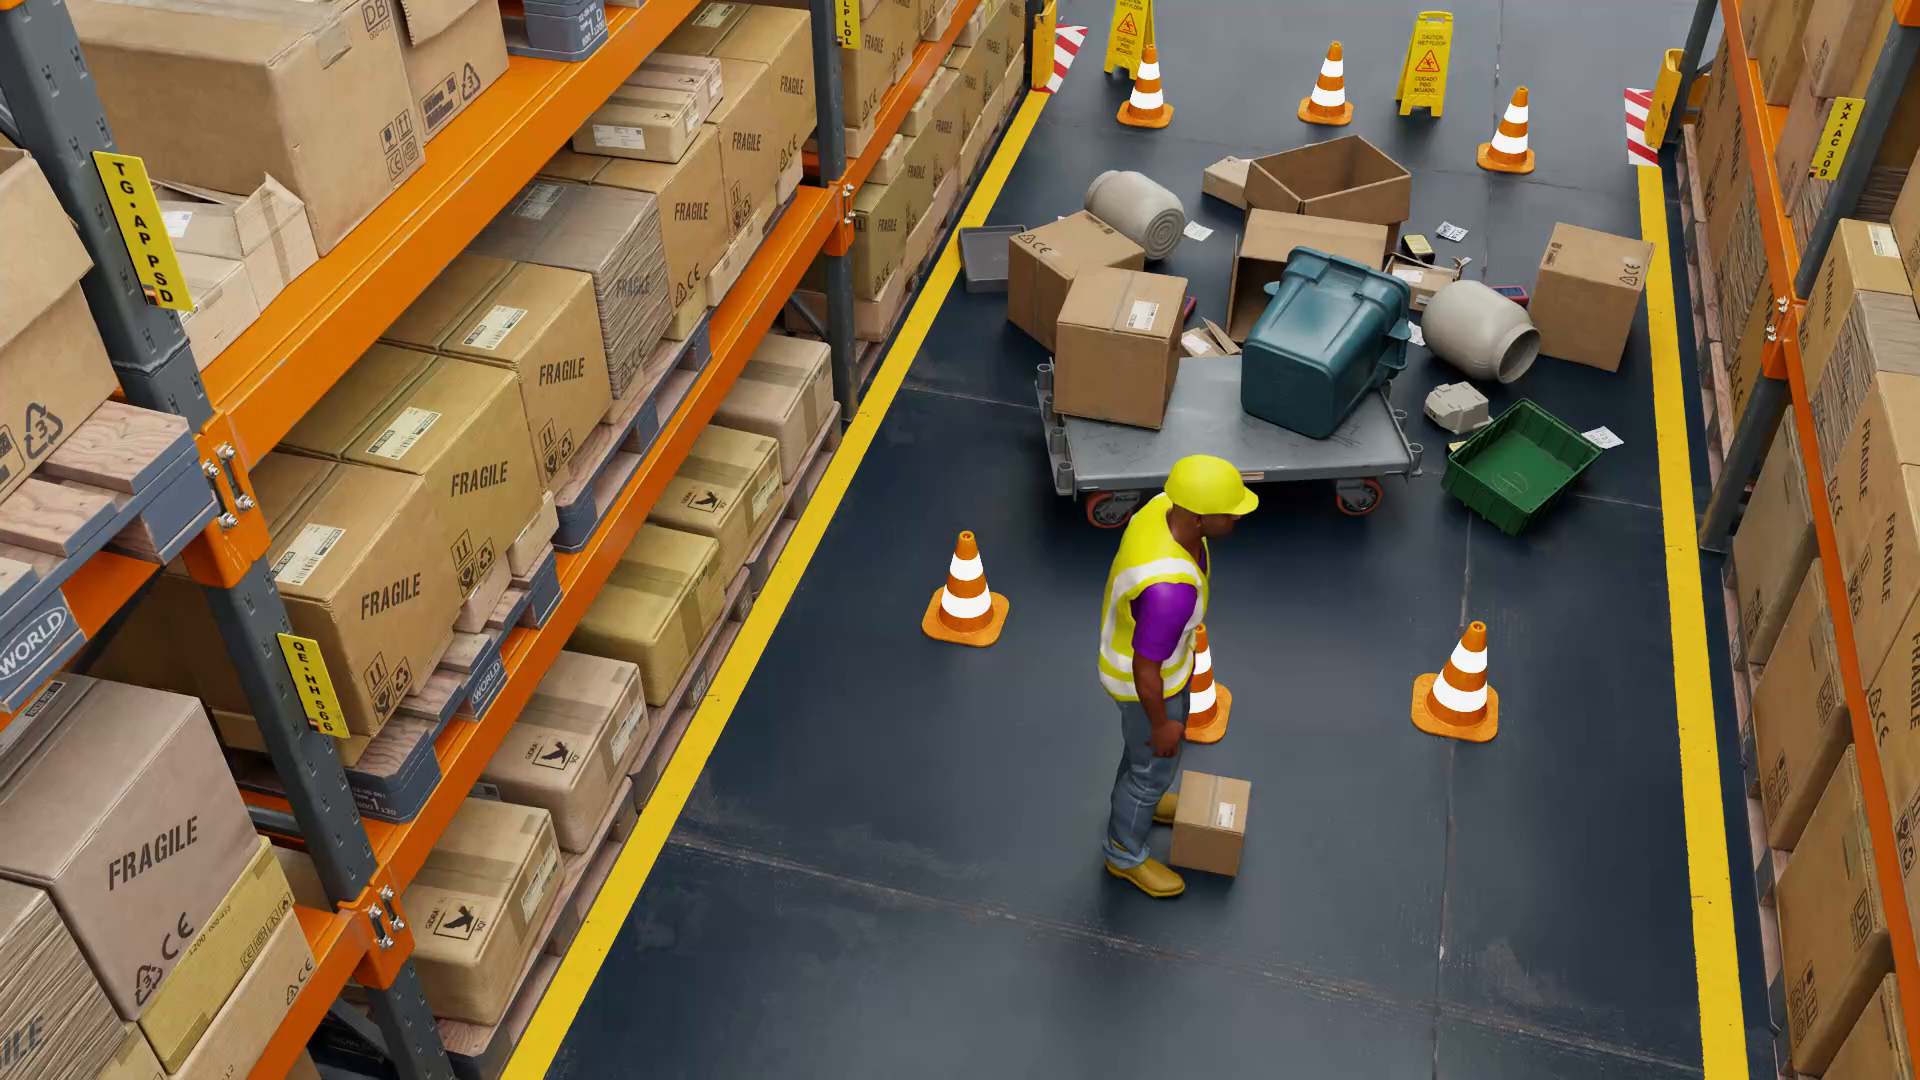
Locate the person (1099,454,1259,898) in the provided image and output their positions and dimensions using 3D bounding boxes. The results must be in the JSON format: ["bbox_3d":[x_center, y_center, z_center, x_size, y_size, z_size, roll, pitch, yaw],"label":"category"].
[{"bbox_3d":[0.697,0.428,5.647,0.454,1.761,0.636,8,41,9],"label":"person"}]
